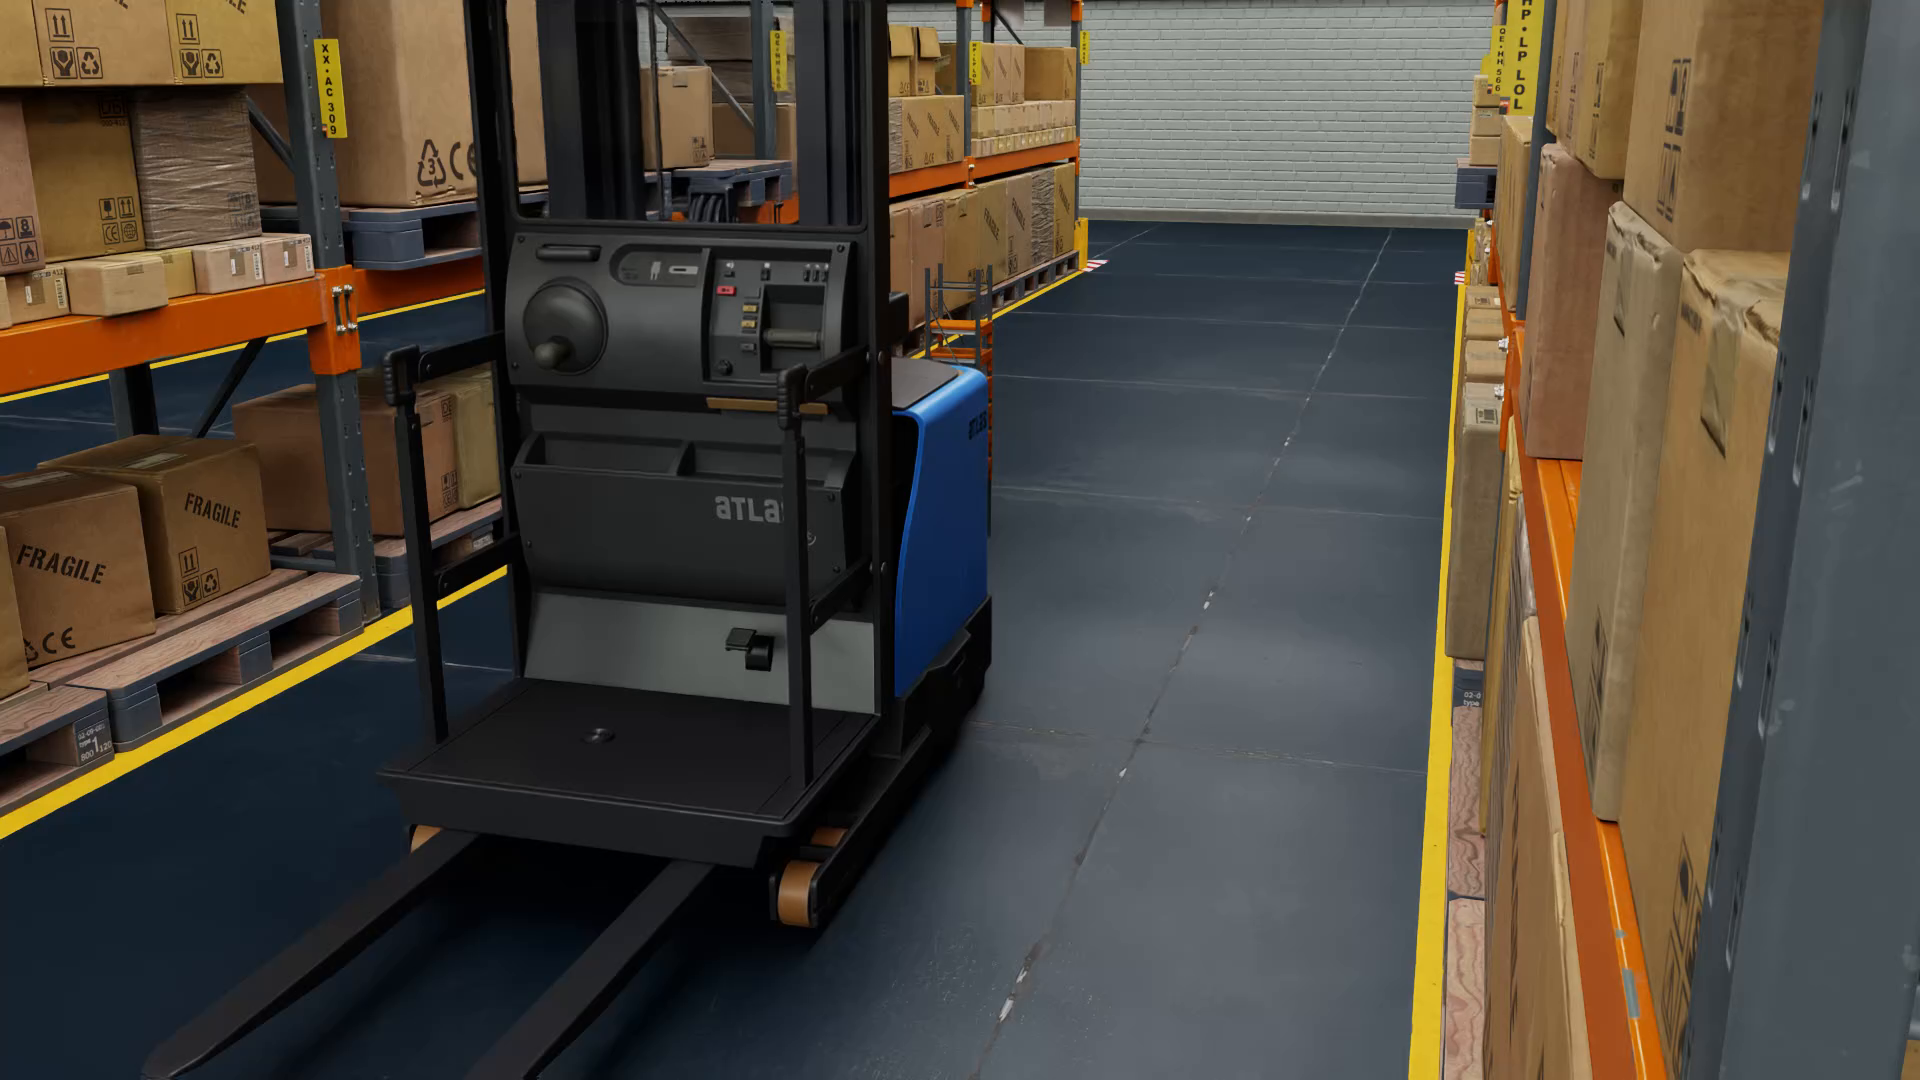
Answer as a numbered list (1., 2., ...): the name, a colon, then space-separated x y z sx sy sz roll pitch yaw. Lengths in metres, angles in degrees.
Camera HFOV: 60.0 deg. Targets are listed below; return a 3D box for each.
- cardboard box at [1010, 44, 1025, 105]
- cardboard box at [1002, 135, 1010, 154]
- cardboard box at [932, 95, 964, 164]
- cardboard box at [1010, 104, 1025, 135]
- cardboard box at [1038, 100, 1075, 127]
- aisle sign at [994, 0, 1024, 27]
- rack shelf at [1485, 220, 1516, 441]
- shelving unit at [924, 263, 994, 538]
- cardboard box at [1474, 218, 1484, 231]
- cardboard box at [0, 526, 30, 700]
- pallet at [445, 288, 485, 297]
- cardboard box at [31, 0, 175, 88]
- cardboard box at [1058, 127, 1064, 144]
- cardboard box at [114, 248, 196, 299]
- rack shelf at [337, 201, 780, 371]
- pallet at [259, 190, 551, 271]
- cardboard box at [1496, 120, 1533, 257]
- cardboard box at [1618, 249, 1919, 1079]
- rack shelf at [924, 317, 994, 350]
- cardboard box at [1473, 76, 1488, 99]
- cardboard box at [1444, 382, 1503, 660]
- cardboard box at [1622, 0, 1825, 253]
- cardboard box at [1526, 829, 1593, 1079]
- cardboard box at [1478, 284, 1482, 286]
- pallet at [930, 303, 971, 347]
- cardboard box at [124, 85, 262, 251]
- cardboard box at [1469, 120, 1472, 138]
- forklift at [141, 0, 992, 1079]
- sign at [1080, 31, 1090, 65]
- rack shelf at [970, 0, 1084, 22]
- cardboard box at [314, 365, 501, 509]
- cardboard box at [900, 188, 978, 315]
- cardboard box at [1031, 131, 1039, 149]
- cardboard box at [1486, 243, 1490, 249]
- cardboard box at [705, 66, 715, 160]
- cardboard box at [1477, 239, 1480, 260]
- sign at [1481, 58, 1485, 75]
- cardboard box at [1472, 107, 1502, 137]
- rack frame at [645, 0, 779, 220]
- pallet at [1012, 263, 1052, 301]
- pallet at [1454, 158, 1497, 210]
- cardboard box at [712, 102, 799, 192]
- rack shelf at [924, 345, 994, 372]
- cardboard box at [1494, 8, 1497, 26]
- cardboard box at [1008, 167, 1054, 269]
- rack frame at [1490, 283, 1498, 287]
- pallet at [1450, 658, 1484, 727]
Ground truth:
1. cardboard box: 0.265 -4.064 14.515 0.500 0.500 0.500 4 16 14
2. cardboard box: 0.218 -3.399 14.277 0.380 0.149 0.250 4 16 14
3. cardboard box: -0.278 -3.166 12.812 0.500 0.500 0.500 5 16 16
4. cardboard box: 0.265 -3.701 14.610 0.500 0.250 0.500 5 17 17
5. cardboard box: 0.846 -4.232 16.482 0.500 0.250 0.500 4 16 15
6. aisle sign: 0.462 -5.601 16.815 0.394 0.787 0.004 5 16 16
7. rack shelf: 2.614 -0.935 6.447 1.077 0.370 4.000 5 16 16
8. shelving unit: -0.004 -0.573 7.152 0.258 1.200 0.189 5 16 16
9. cardboard box: 4.982 -2.903 15.432 0.380 0.149 0.250 4 16 13
10. cardboard box: -3.089 0.252 4.754 0.500 0.500 0.500 3 16 11
11. pallet: -4.984 -2.500 15.756 1.003 0.211 1.213 5 16 16
12. cardboard box: -2.686 -1.571 4.810 0.500 0.500 0.500 5 16 16
13. cardboard box: 0.799 -3.935 16.165 0.380 0.149 0.250 5 16 16
14. cardboard box: -2.669 -0.843 5.266 0.380 0.149 0.250 5 16 16
15. rack shelf: -2.112 -1.346 7.896 1.077 0.370 4.000 5 16 16
16. pallet: -2.324 -1.265 6.644 1.003 0.211 1.213 5 16 16
17. cardboard box: 2.367 -1.360 6.446 0.500 0.500 0.500 4 16 15
18. cardboard box: 0.971 0.116 1.148 0.875 0.550 0.550 5 16 16
19. rack shelf: -0.004 -0.877 7.066 0.258 0.103 0.180 5 16 16
20. cardboard box: 3.103 -2.540 9.386 0.380 0.149 0.250 5 17 18
21. cardboard box: 2.136 -0.047 5.351 1.050 0.750 0.750 5 16 16
22. cardboard box: 1.120 -0.548 1.511 0.875 0.550 0.550 5 16 16
23. cardboard box: 1.039 0.926 1.690 0.875 0.875 0.875 5 17 16
24. cardboard box: 3.405 -1.271 10.126 0.500 0.500 0.500 4 16 13
25. pallet: -0.554 -1.713 12.980 1.003 0.211 1.213 5 16 16
26. cardboard box: -2.868 -1.247 5.501 0.875 0.500 0.500 5 16 16
27. cardboard box: 3.766 -2.864 11.622 0.380 0.149 0.250 4 16 13
28. forklift: -0.781 -0.589 4.033 1.130 2.935 3.031 4 16 15
29. sign: 1.246 -4.934 16.670 0.100 0.325 0.005 5 16 16
30. rack shelf: 0.161 -4.882 14.866 1.077 0.370 4.000 5 16 16
31. cardboard box: -2.332 -0.460 7.229 0.700 0.500 0.500 5 16 16
32. cardboard box: -0.570 -2.273 12.969 1.225 0.875 0.875 5 16 16
33. cardboard box: 0.509 -3.669 15.227 0.380 0.149 0.250 5 17 17
34. cardboard box: 3.418 -1.628 10.011 0.500 0.250 0.500 5 17 17
35. cardboard box: -1.659 -2.321 9.063 0.500 0.500 0.500 3 16 9
36. cardboard box: 4.406 -2.356 13.504 0.380 0.149 0.250 4 16 13
37. sign: 4.936 -4.356 15.602 0.100 0.325 0.005 5 16 16
38. cardboard box: 2.887 -2.193 8.710 0.380 0.149 0.250 5 17 17
39. rack frame: -1.544 -2.215 9.643 1.000 3.000 0.127 5 16 16
40. pallet: 0.229 -2.433 15.522 1.003 0.211 1.213 5 16 16
41. pallet: 3.283 -1.907 8.906 1.213 0.211 1.003 5 16 16
42. cardboard box: -1.145 -2.369 10.003 0.500 0.500 0.500 5 17 18
43. rack shelf: -0.004 -0.762 7.099 0.258 0.103 0.180 5 16 16
44. cardboard box: 4.336 -3.803 12.678 0.500 0.500 0.500 4 16 14
45. cardboard box: 0.366 -3.076 15.803 0.875 0.875 0.875 5 16 16
46. rack frame: 3.183 -1.804 8.193 1.000 3.000 0.127 5 16 16
47. pallet: 2.193 0.376 5.617 1.003 0.211 1.213 5 16 16
